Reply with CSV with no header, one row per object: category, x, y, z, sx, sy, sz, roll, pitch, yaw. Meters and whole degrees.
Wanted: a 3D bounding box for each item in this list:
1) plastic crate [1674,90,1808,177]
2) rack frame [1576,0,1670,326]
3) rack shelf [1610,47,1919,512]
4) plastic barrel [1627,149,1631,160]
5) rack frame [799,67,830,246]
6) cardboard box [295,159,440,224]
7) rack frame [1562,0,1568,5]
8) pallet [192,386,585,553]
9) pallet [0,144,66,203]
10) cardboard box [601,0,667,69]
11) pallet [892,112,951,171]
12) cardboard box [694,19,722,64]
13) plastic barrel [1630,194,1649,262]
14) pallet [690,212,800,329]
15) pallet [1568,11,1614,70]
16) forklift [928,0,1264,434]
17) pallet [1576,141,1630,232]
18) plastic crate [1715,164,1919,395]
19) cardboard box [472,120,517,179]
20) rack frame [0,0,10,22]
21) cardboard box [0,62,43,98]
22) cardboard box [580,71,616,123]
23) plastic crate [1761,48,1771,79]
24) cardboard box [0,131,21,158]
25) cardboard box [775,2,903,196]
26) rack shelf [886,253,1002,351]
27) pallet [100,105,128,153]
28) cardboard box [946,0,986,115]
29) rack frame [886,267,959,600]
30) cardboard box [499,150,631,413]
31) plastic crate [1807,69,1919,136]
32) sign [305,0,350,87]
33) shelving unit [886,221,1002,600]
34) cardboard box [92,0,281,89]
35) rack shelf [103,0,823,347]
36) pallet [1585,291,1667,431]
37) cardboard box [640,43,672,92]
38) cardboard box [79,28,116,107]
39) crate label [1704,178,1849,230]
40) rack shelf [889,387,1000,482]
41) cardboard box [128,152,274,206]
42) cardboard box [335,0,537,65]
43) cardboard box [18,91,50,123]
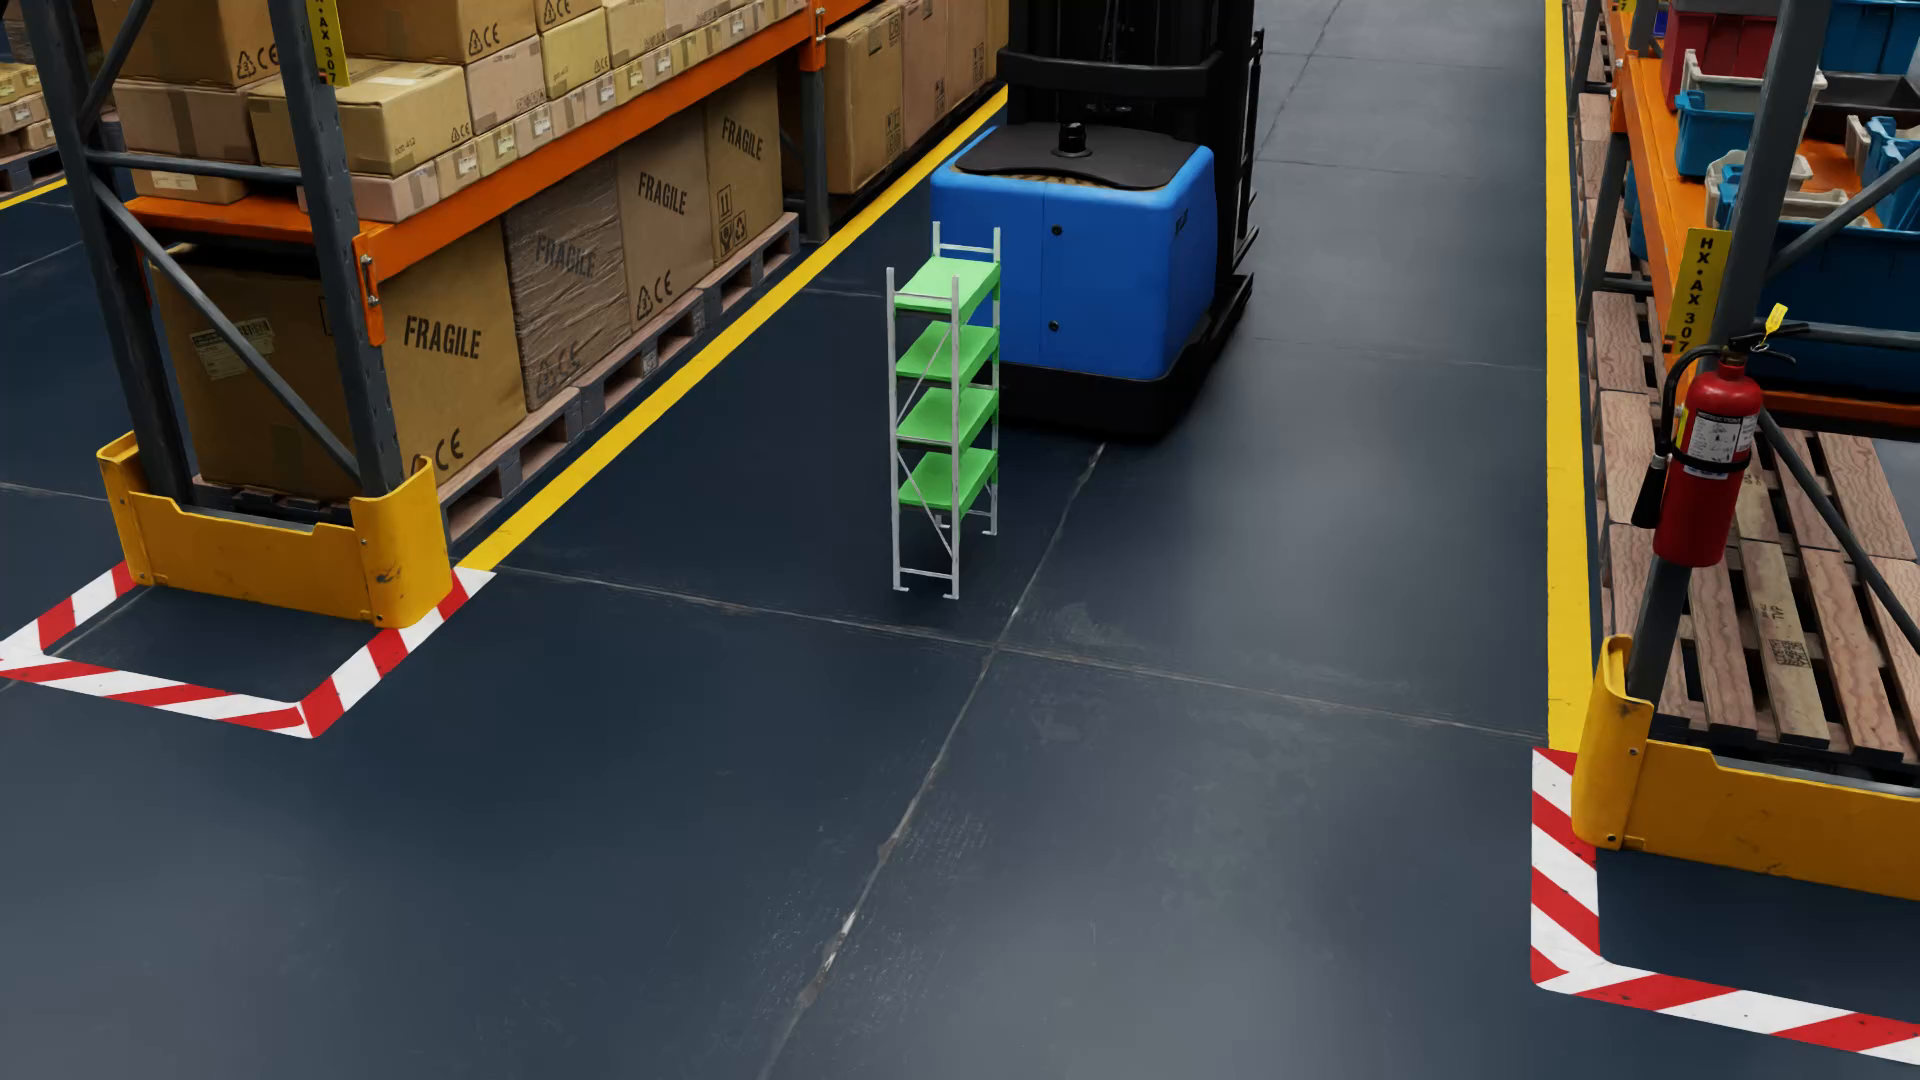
plastic crate,2.697,-1.408,5.805,0.416,0.233,0.300,8,30,15
rack frame,3.514,-2.323,7.340,1.000,3.000,0.127,8,30,15
rack shelf,2.927,-1.079,5.844,1.077,0.370,4.000,8,30,15
plastic barrel,4.229,-2.557,9.809,0.600,0.588,0.708,8,30,15
rack frame,-1.221,-3.029,8.610,1.000,3.000,0.127,8,30,15
cardboard box,-1.975,-1.179,5.541,0.380,0.149,0.250,9,30,15
rack frame,5.862,-6.040,14.023,1.000,3.000,0.127,8,30,15
pallet,-2.235,-0.335,6.634,1.003,0.211,1.213,8,30,15
pallet,-6.096,-2.248,10.074,1.003,0.211,1.213,8,30,15
cardboard box,-1.551,-2.138,6.856,0.500,0.250,0.500,8,30,14
pallet,-0.710,-2.749,10.974,1.003,0.211,1.213,8,30,15
cardboard box,-1.299,-2.253,7.472,0.380,0.149,0.250,9,30,16
plastic barrel,3.690,-1.840,8.198,0.600,0.901,0.708,8,30,15
pallet,-1.519,-1.469,8.673,1.003,0.211,1.213,8,30,15
pallet,5.312,-3.883,13.012,1.003,0.211,1.213,8,30,15
forklift,0.835,-2.420,7.584,1.130,2.935,3.031,10,31,17
pallet,4.136,-2.025,9.674,1.003,0.211,1.213,8,30,15
plastic crate,2.259,-0.688,4.302,0.616,0.435,0.499,8,30,15
cardboard box,-1.827,-1.417,5.970,0.380,0.149,0.250,8,30,14
rack frame,-5.933,-3.784,9.967,1.000,3.000,0.127,8,30,15
cardboard box,-5.788,-2.779,10.049,0.380,0.149,0.250,9,30,16
cardboard box,-1.600,-1.776,6.616,0.380,0.149,0.250,8,30,14
plastic crate,3.241,-2.038,7.037,0.396,0.136,0.243,8,30,15
cardboard box,-5.878,-2.382,9.947,0.380,0.149,0.250,9,30,16
cardboard box,-1.052,-2.585,9.564,1.225,0.875,0.875,9,30,15
rack shelf,-0.049,-0.811,5.618,0.258,0.148,0.480,8,30,15
pallet,-5.706,-2.928,11.295,1.003,0.211,1.213,8,30,15
cardboard box,-0.538,-3.412,11.052,1.225,0.875,0.875,9,30,15
rack frame,-0.120,-0.334,5.616,0.240,1.200,0.015,8,30,15
cardboard box,-2.017,-1.157,6.998,0.875,0.875,0.875,8,30,15
plastic crate,3.442,-1.670,6.388,0.437,0.125,0.590,8,30,15
sign,-1.866,-1.501,4.891,0.100,0.325,0.005,8,30,15
shelving unit,-0.049,-0.447,5.820,0.258,1.200,0.503,8,30,15
cardboard box,-2.503,-1.827,5.525,0.500,0.500,0.500,9,30,15
rack shelf,-1.808,-1.786,7.114,1.077,0.370,4.000,8,30,15
pallet,3.335,-0.757,7.393,1.003,0.211,1.213,8,30,15
cardboard box,-1.450,-2.016,7.046,0.380,0.149,0.250,9,30,16
cardboard box,-5.462,-3.181,11.022,0.500,0.500,0.500,10,31,17
crate label,2.563,-1.045,5.253,0.396,0.136,0.243,8,30,15
rack shelf,-0.049,-0.392,5.851,0.258,0.148,0.480,8,30,15
cardboard box,-2.605,-1.273,5.711,0.380,0.149,0.250,9,30,16
cardboard box,-1.849,-1.980,5.800,0.500,0.500,0.500,8,30,14
cardboard box,-5.721,-2.660,10.141,0.380,0.149,0.250,9,30,16
